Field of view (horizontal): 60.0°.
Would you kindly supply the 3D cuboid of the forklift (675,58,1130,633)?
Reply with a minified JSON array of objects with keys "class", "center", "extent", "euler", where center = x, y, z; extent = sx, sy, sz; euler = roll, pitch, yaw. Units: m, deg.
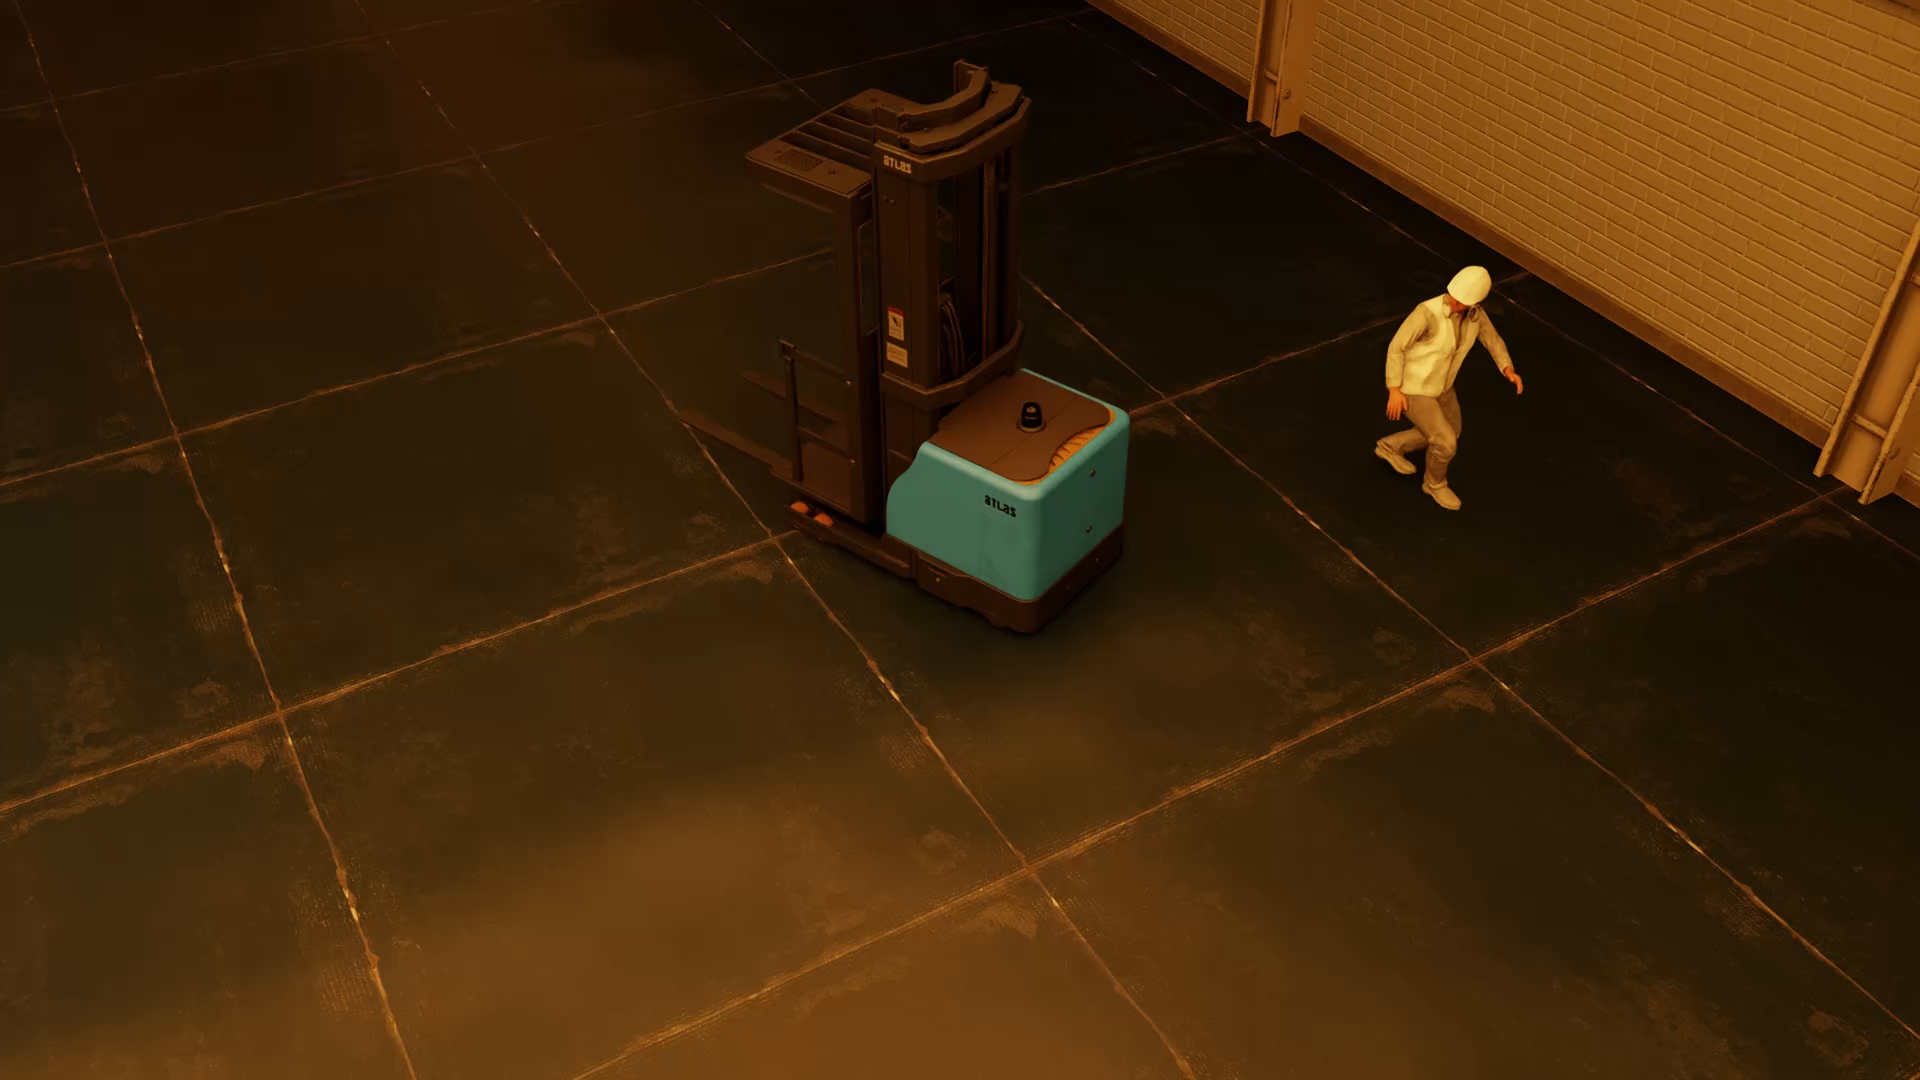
[{"class":"forklift","center":[-0.481,-1.366,9.683],"extent":[3.031,2.935,1.130],"euler":[26,46,28]}]

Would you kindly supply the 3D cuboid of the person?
[{"class":"person","center":[3.154,-1.048,10.194],"extent":[0.630,1.773,0.570],"euler":[-14,42,-16]}]
